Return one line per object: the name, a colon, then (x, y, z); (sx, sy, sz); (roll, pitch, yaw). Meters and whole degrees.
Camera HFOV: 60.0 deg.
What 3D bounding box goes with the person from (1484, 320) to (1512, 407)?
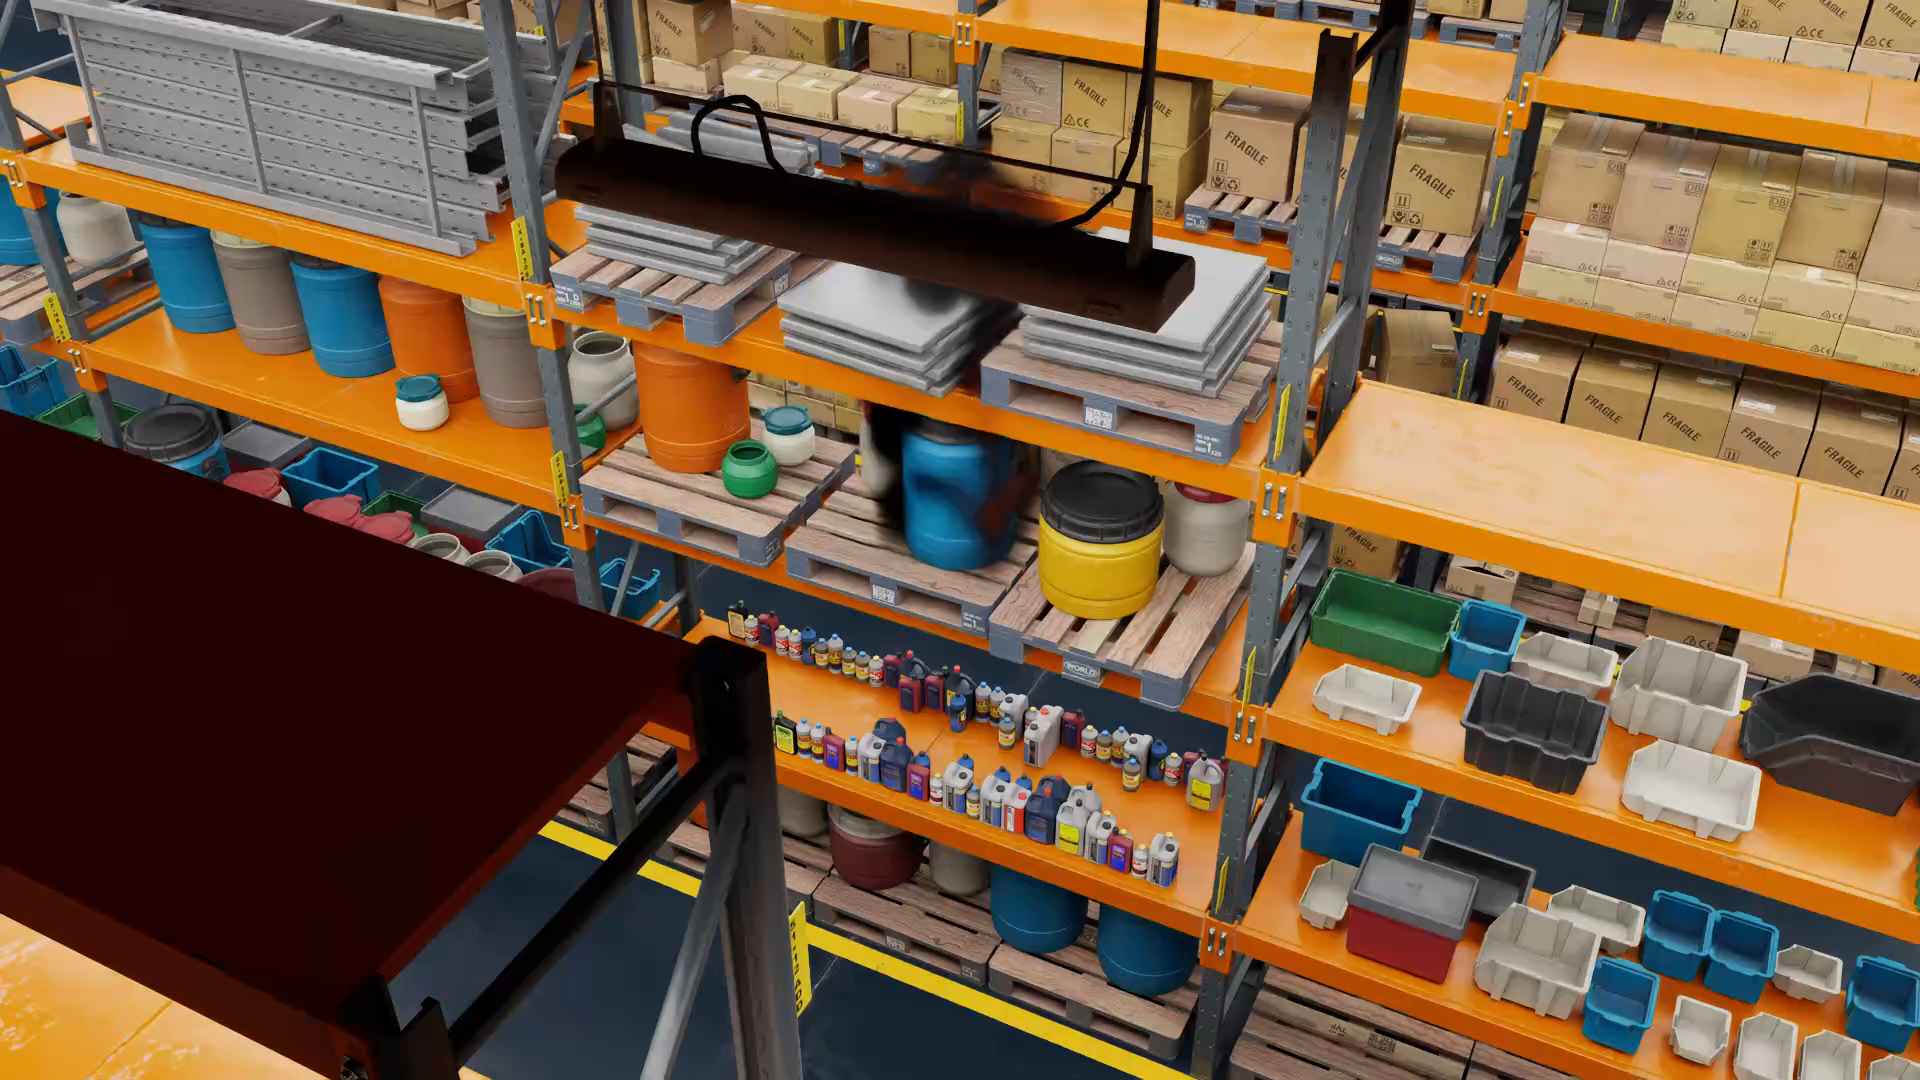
person: (4.535, -1.132, 14.102); (0.616, 1.625, 0.576); (9, 36, 12)
